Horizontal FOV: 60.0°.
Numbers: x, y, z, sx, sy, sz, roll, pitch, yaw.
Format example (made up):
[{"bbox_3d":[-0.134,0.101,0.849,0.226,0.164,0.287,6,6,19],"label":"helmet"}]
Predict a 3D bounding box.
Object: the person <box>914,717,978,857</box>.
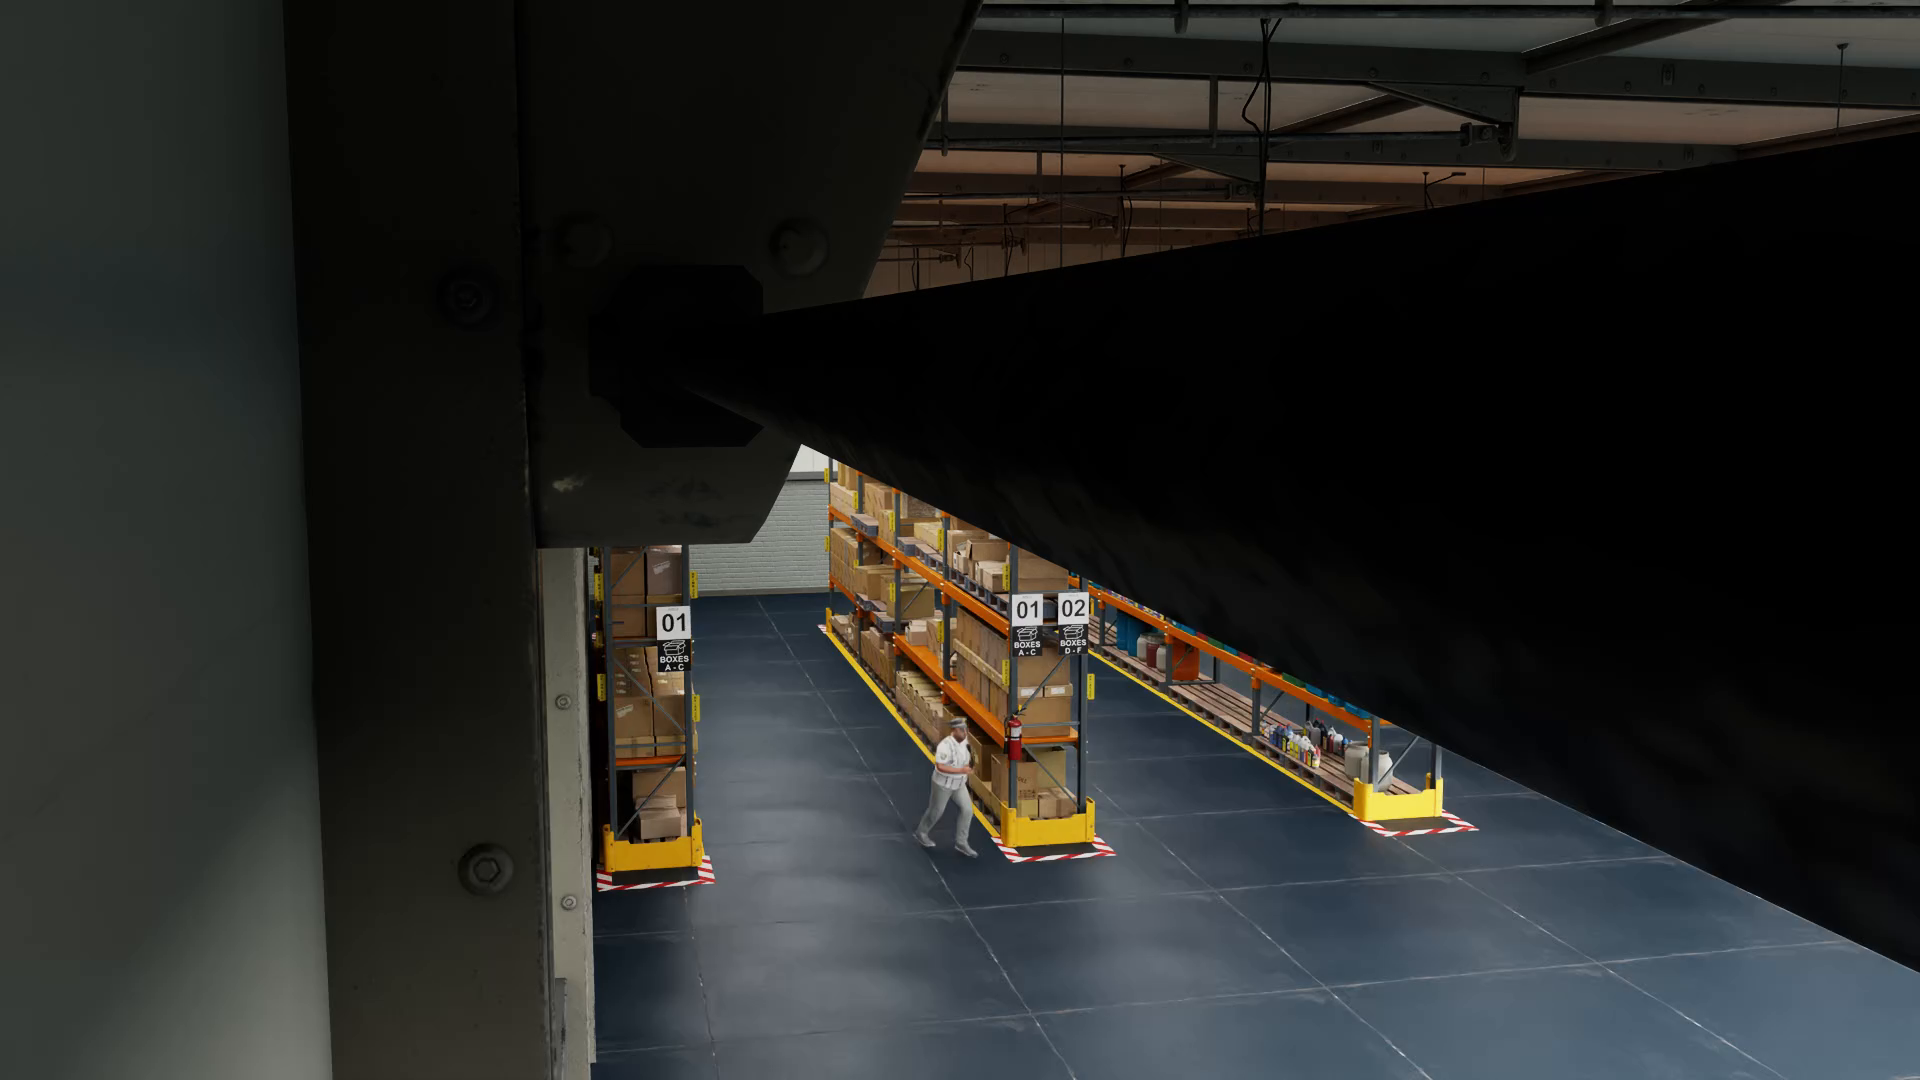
[{"bbox_3d":[-0.140,3.033,20.655,0.943,1.770,0.682,6,9,43],"label":"person"}]
